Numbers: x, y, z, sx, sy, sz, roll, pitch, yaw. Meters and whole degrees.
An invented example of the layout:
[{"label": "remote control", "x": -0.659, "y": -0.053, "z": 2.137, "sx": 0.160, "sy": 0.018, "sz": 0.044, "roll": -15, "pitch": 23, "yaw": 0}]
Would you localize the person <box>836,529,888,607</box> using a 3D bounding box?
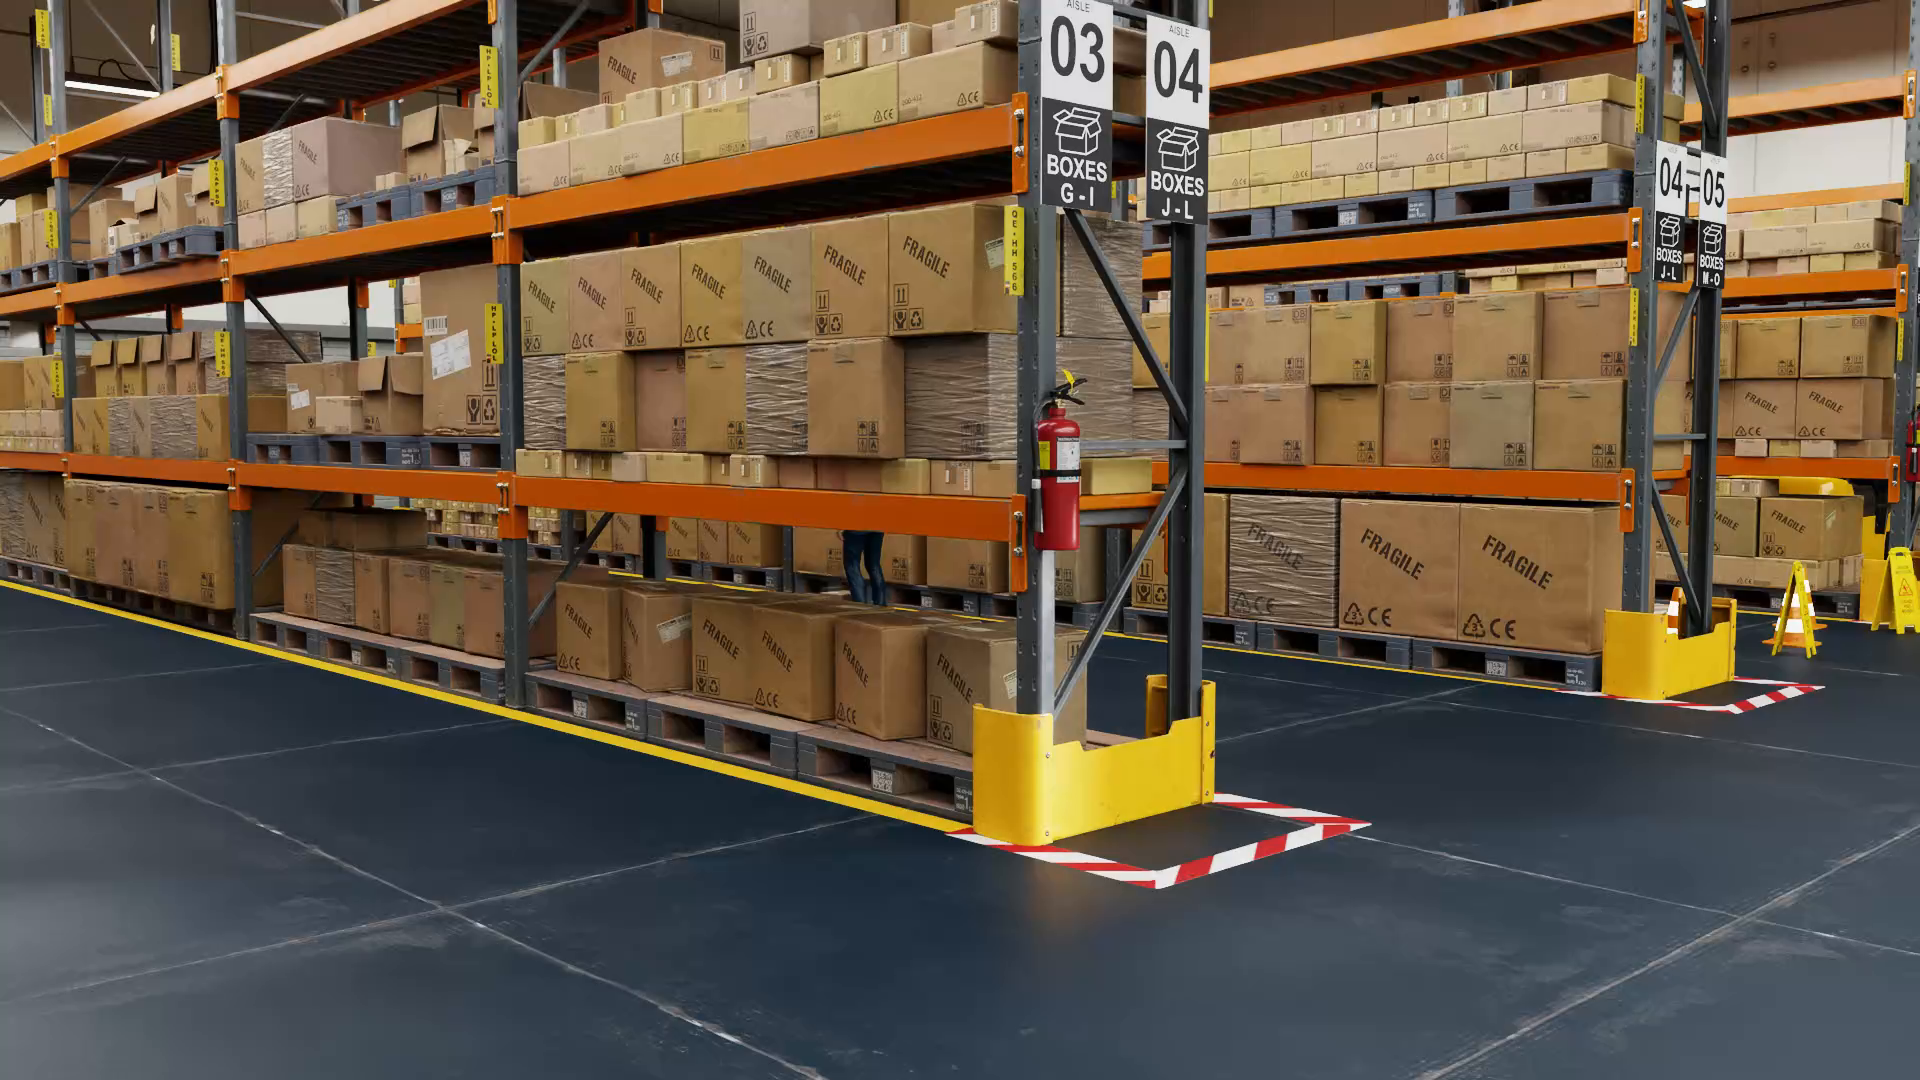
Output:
[{"label": "person", "x": -0.756, "y": -0.119, "z": 12.925, "sx": 0.340, "sy": 1.594, "sz": 0.484, "roll": 4, "pitch": 6, "yaw": 43}]
